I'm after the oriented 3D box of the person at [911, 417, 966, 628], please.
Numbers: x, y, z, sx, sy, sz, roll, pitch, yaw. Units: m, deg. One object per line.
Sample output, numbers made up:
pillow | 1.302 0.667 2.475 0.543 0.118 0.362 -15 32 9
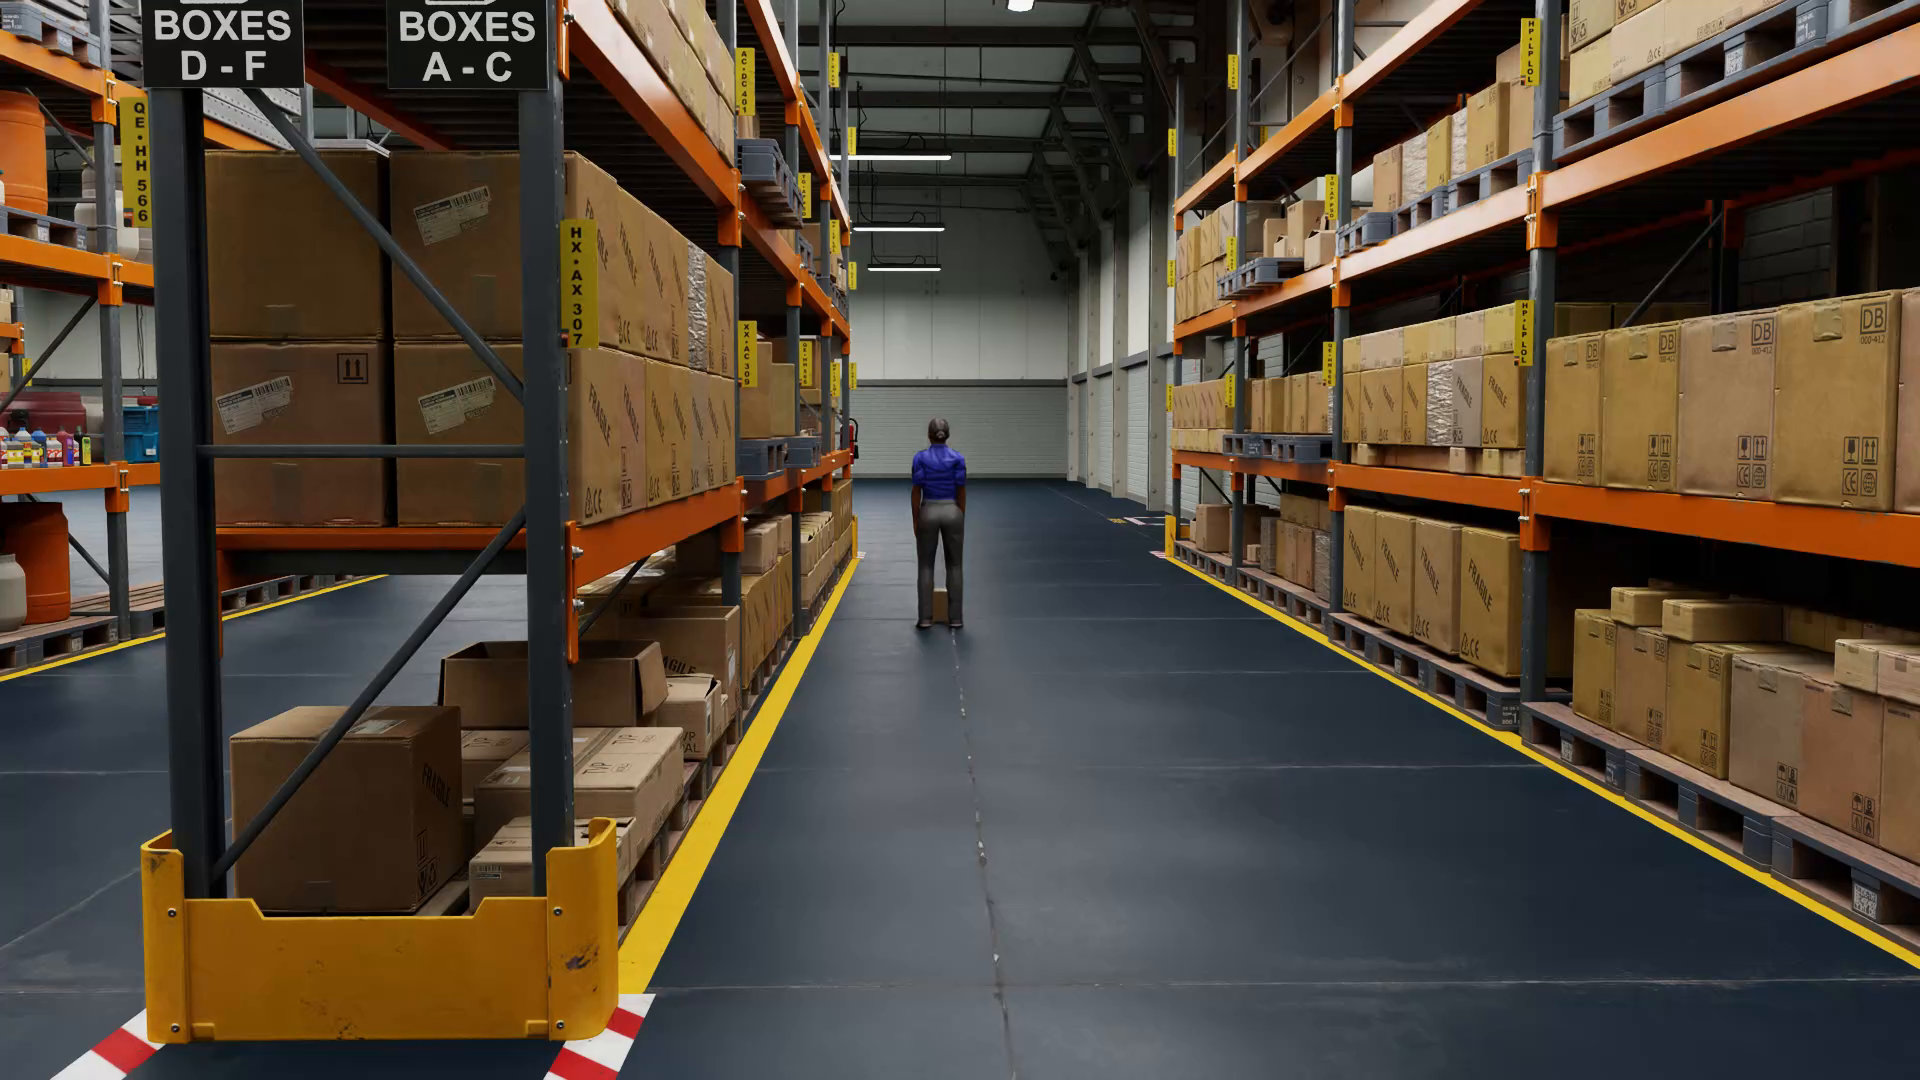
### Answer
person | -0.169 -0.134 13.059 0.437 1.660 0.316 0 4 -1
